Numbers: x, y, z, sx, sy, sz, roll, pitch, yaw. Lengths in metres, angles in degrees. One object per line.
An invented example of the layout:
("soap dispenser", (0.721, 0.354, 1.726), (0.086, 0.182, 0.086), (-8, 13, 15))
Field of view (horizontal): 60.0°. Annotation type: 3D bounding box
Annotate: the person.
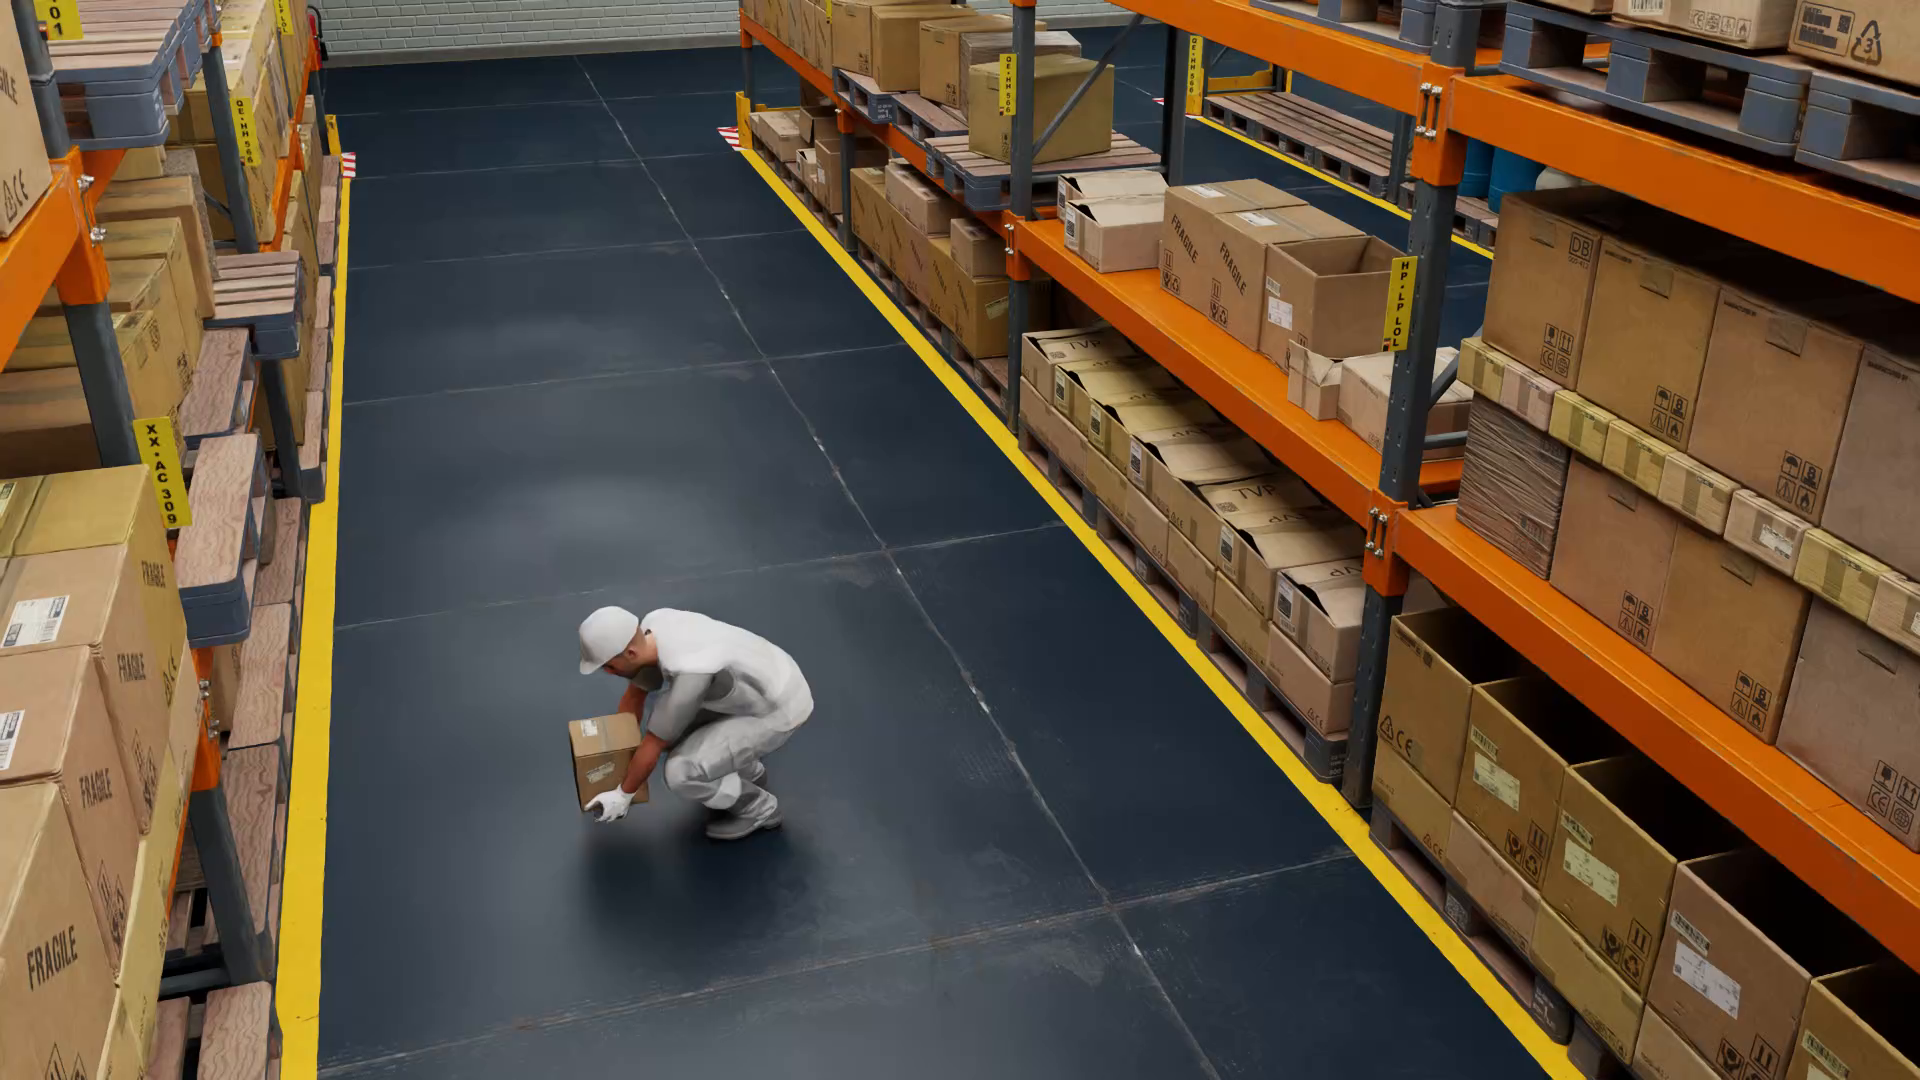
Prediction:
("person", (-0.993, 0.633, 6.204), (0.892, 0.998, 0.547), (-9, 27, -17))
